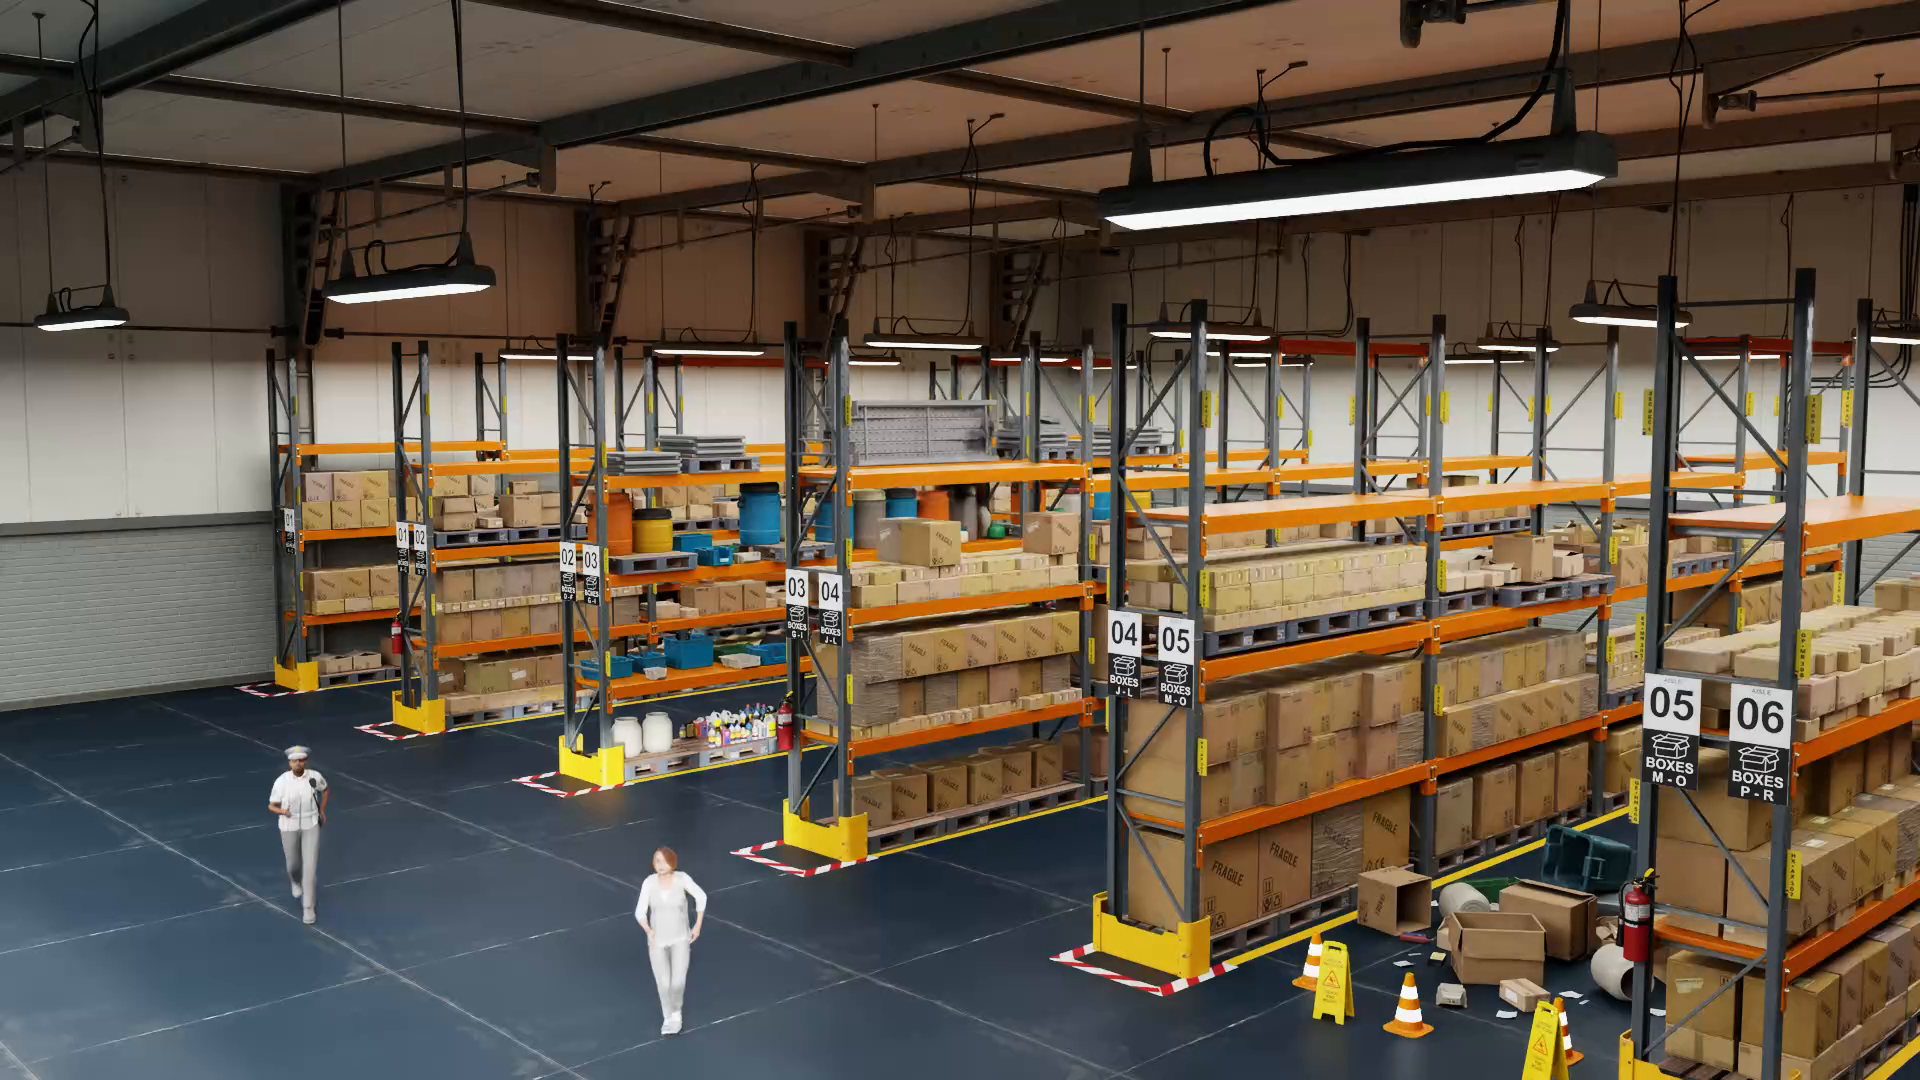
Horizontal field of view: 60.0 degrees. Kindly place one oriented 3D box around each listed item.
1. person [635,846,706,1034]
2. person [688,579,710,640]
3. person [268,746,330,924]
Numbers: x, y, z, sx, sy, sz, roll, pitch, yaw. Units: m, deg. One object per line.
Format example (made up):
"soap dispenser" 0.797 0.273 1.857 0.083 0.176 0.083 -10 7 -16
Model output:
"person" -2.328 3.232 13.339 0.553 1.557 0.565 0 5 -2
"person" -4.944 1.537 31.989 0.688 1.735 0.599 4 6 36
"person" -6.561 2.873 16.546 0.579 1.698 0.924 -2 5 -23
